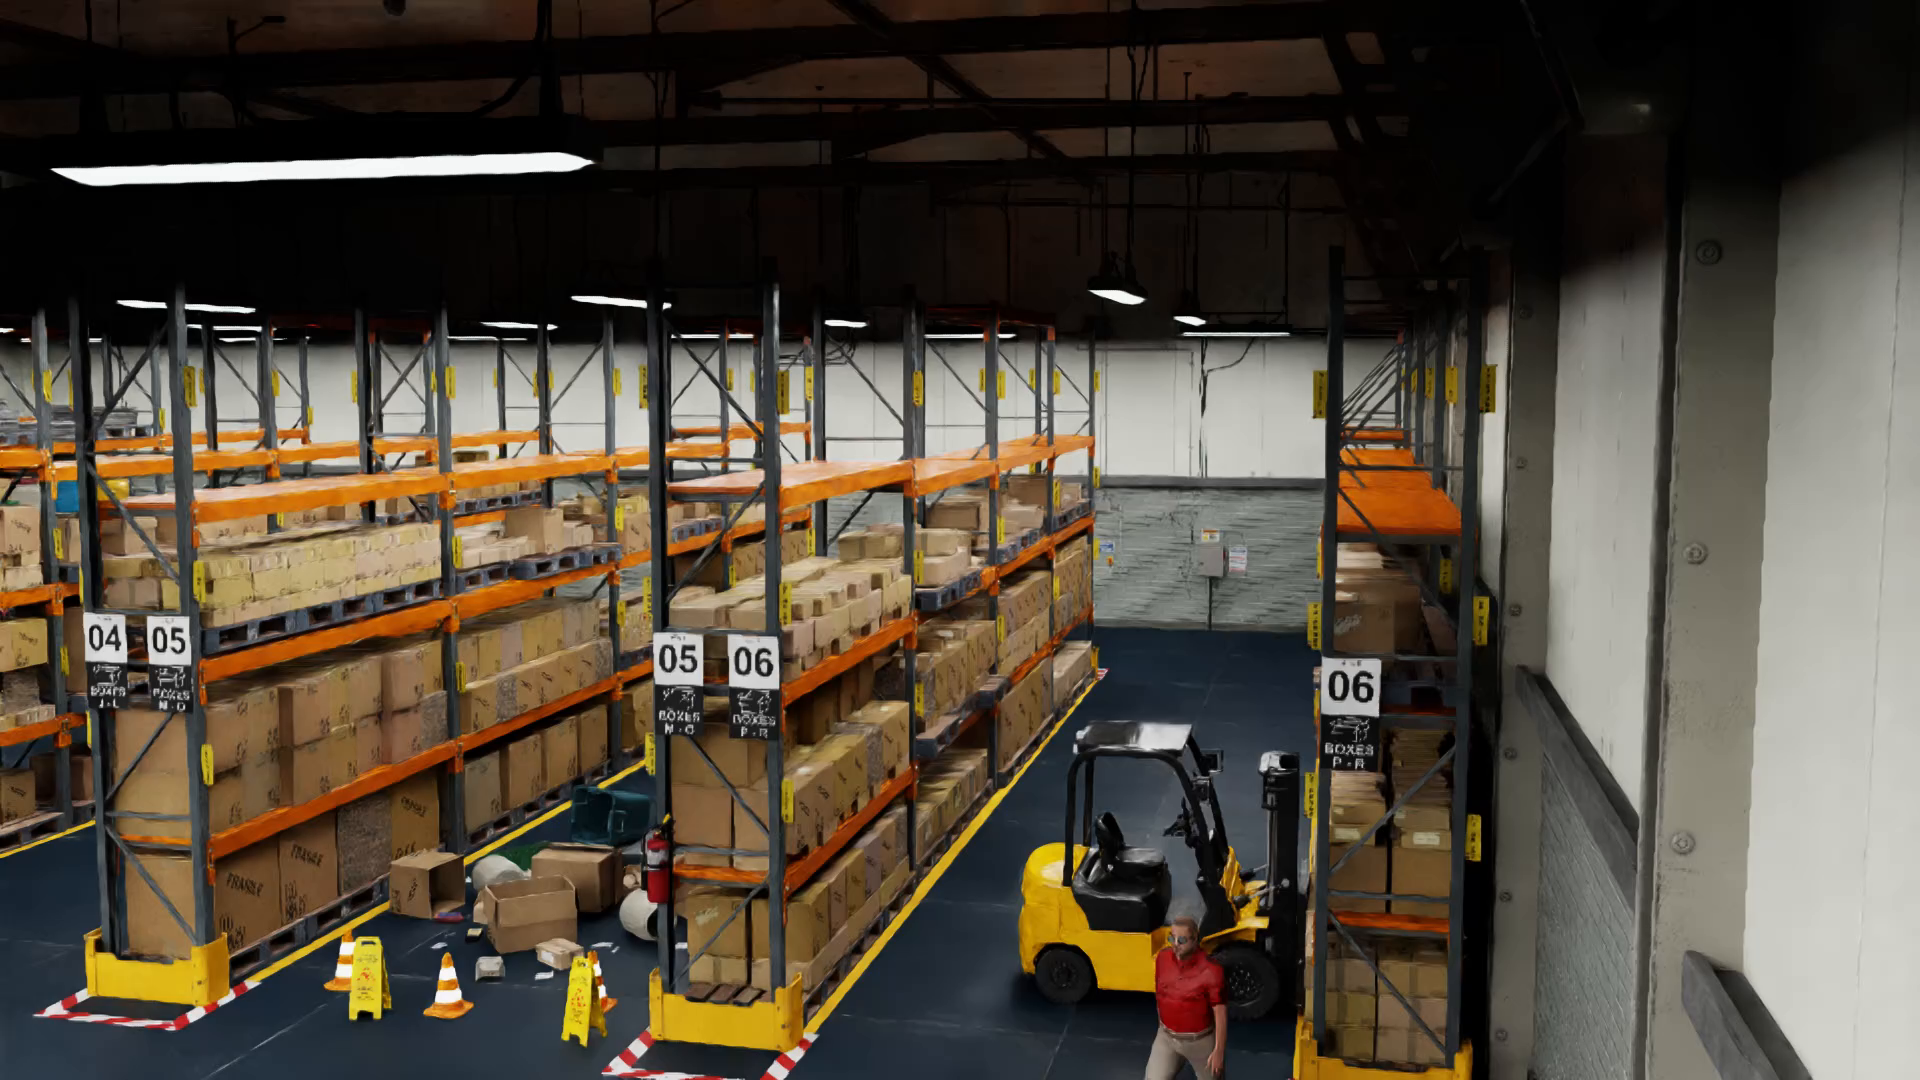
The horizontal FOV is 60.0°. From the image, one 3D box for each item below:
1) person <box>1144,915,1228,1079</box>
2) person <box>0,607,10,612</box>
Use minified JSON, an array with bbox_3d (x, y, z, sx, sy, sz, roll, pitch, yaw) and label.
[{"bbox_3d":[1.468,3.244,10.792,0.586,1.674,0.966,4,7,36],"label":"person"},{"bbox_3d":[-15.658,1.633,27.349,0.415,1.517,1.041,1,6,10],"label":"person"}]
